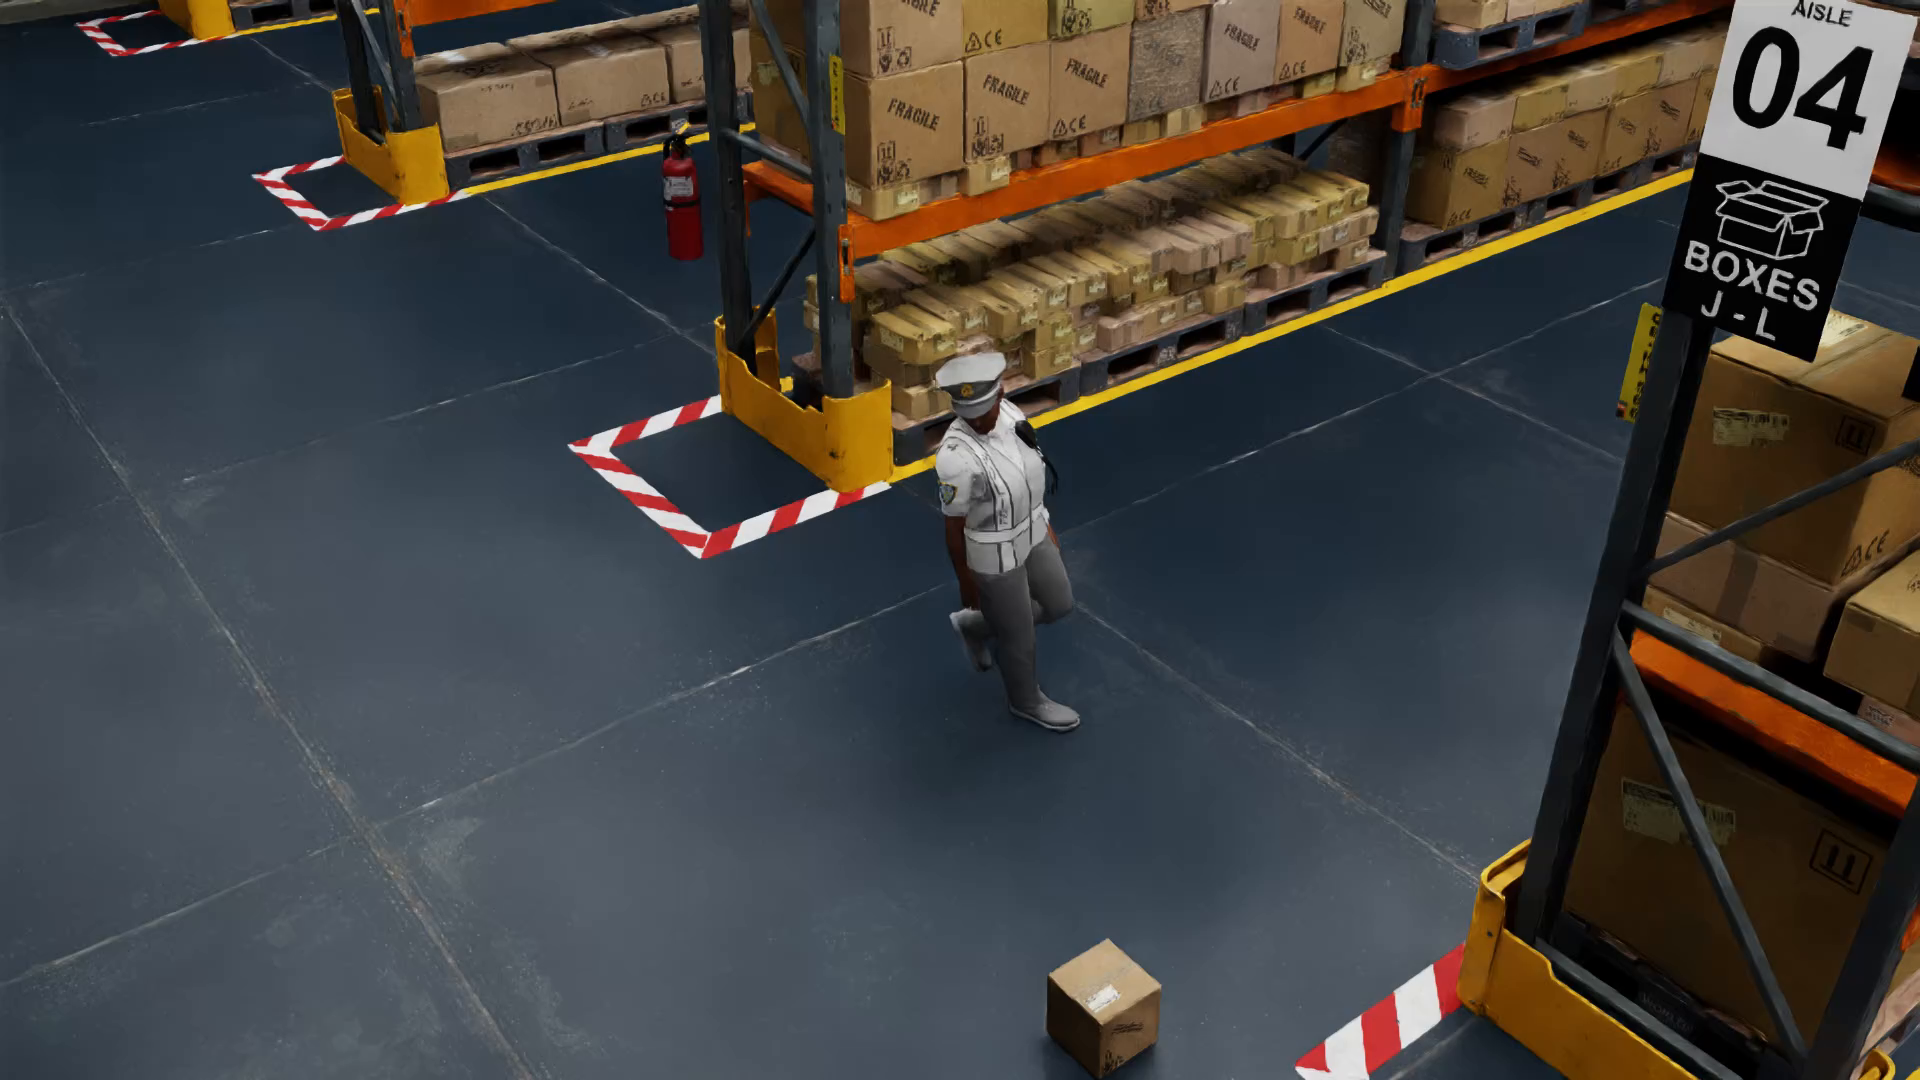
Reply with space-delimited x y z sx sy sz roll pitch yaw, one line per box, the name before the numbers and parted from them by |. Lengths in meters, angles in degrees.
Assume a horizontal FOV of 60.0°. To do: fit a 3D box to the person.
person | 0.136 0.038 6.112 0.593 1.624 0.533 18 37 26
